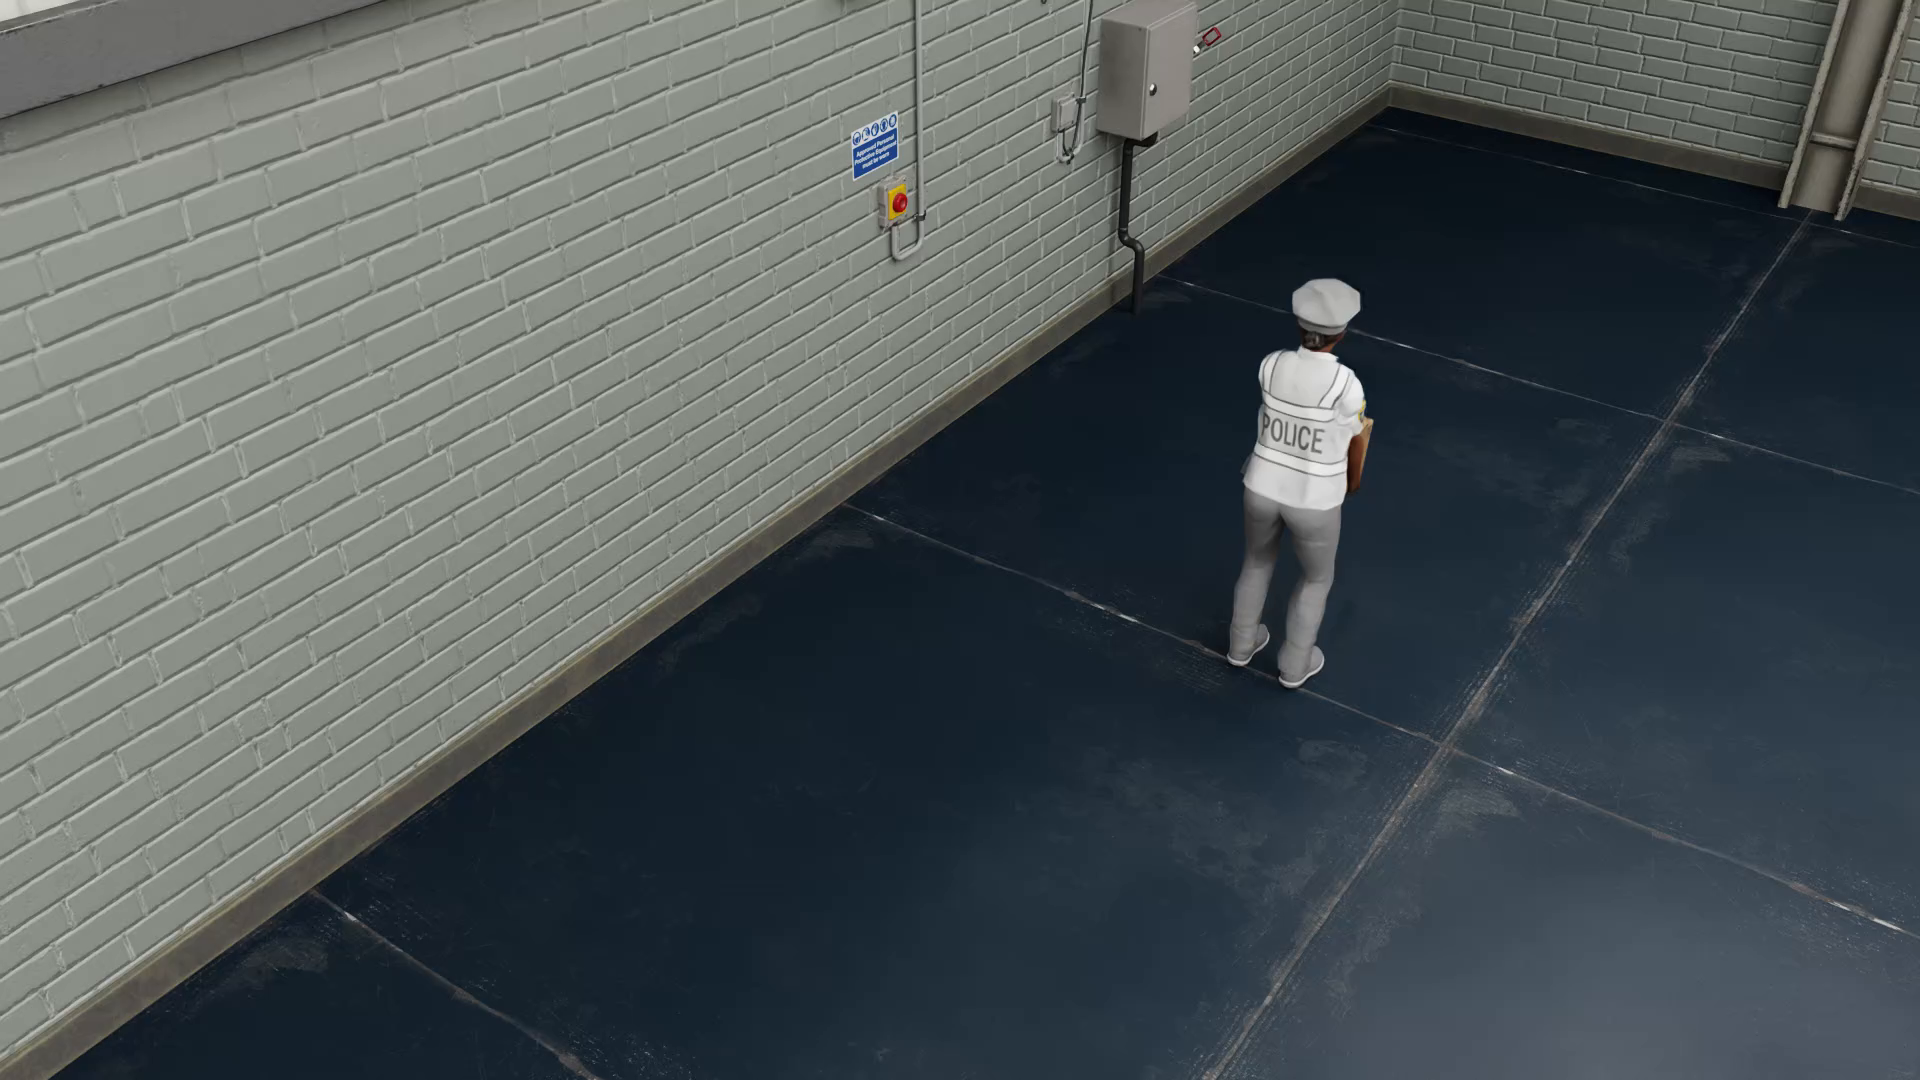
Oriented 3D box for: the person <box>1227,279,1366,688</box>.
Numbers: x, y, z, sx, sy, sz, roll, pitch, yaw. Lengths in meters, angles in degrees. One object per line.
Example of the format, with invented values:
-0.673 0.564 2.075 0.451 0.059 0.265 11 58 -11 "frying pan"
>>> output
1.326 -0.213 6.458 0.416 1.664 0.543 21 40 27 "person"
